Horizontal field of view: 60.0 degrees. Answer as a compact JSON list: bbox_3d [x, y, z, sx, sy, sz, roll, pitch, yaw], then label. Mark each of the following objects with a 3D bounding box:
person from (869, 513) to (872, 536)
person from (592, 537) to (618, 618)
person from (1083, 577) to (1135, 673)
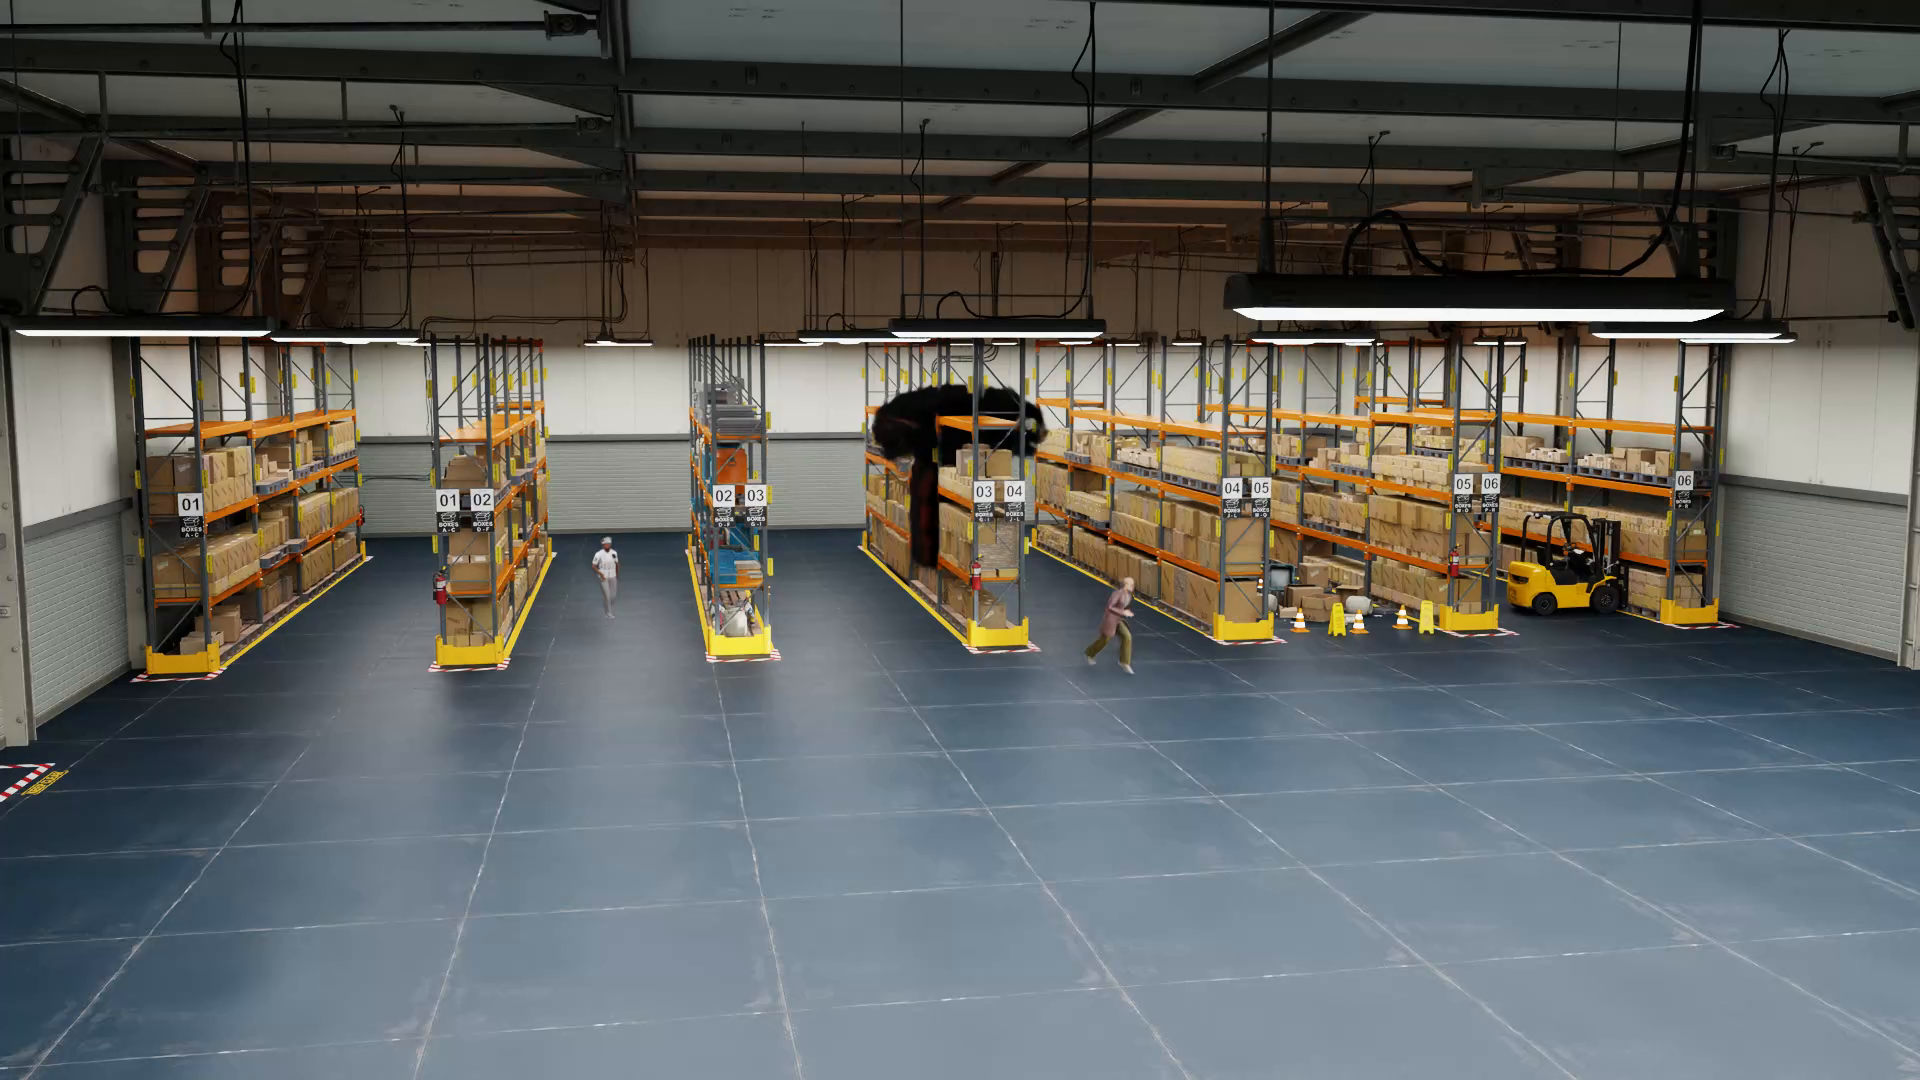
[{"bbox_3d":[-2.455,-0.688,48.856,0.751,1.723,0.619,0,7,1],"label":"person"},{"bbox_3d":[-7.186,0.768,33.773,0.583,1.665,0.520,-4,8,-32],"label":"person"},{"bbox_3d":[2.673,1.558,29.773,1.048,1.636,0.753,4,8,34],"label":"person"}]
